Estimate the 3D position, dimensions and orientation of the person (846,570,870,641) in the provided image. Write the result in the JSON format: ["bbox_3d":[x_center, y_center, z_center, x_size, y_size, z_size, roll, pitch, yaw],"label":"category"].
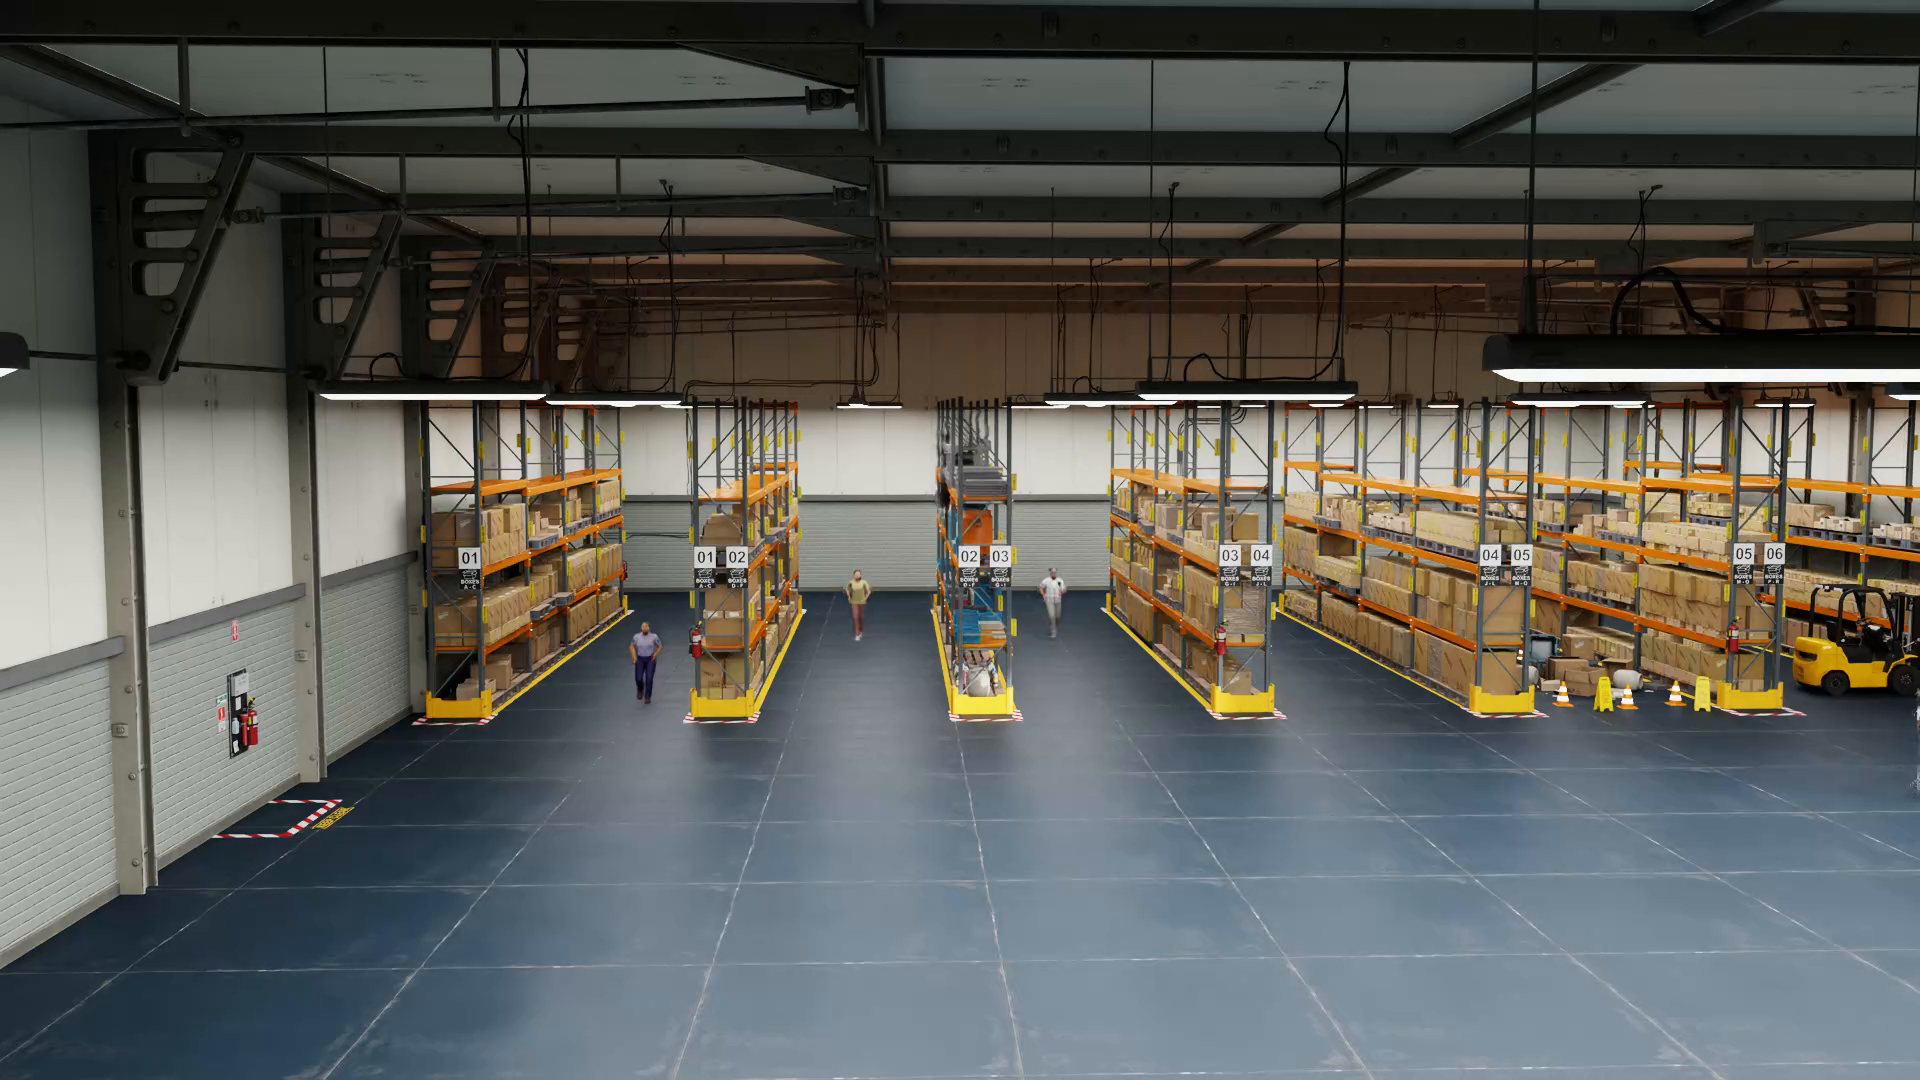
[{"bbox_3d":[-2.442,1.539,39.880,0.591,1.675,0.792,0,4,-4],"label":"person"}]

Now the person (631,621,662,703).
[{"bbox_3d":[-6.166,2.400,32.690,0.618,1.616,0.545,-1,4,-7],"label":"person"}]

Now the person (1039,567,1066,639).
[{"bbox_3d":[2.372,1.573,42.325,0.666,1.794,0.825,-1,4,-8],"label":"person"}]
